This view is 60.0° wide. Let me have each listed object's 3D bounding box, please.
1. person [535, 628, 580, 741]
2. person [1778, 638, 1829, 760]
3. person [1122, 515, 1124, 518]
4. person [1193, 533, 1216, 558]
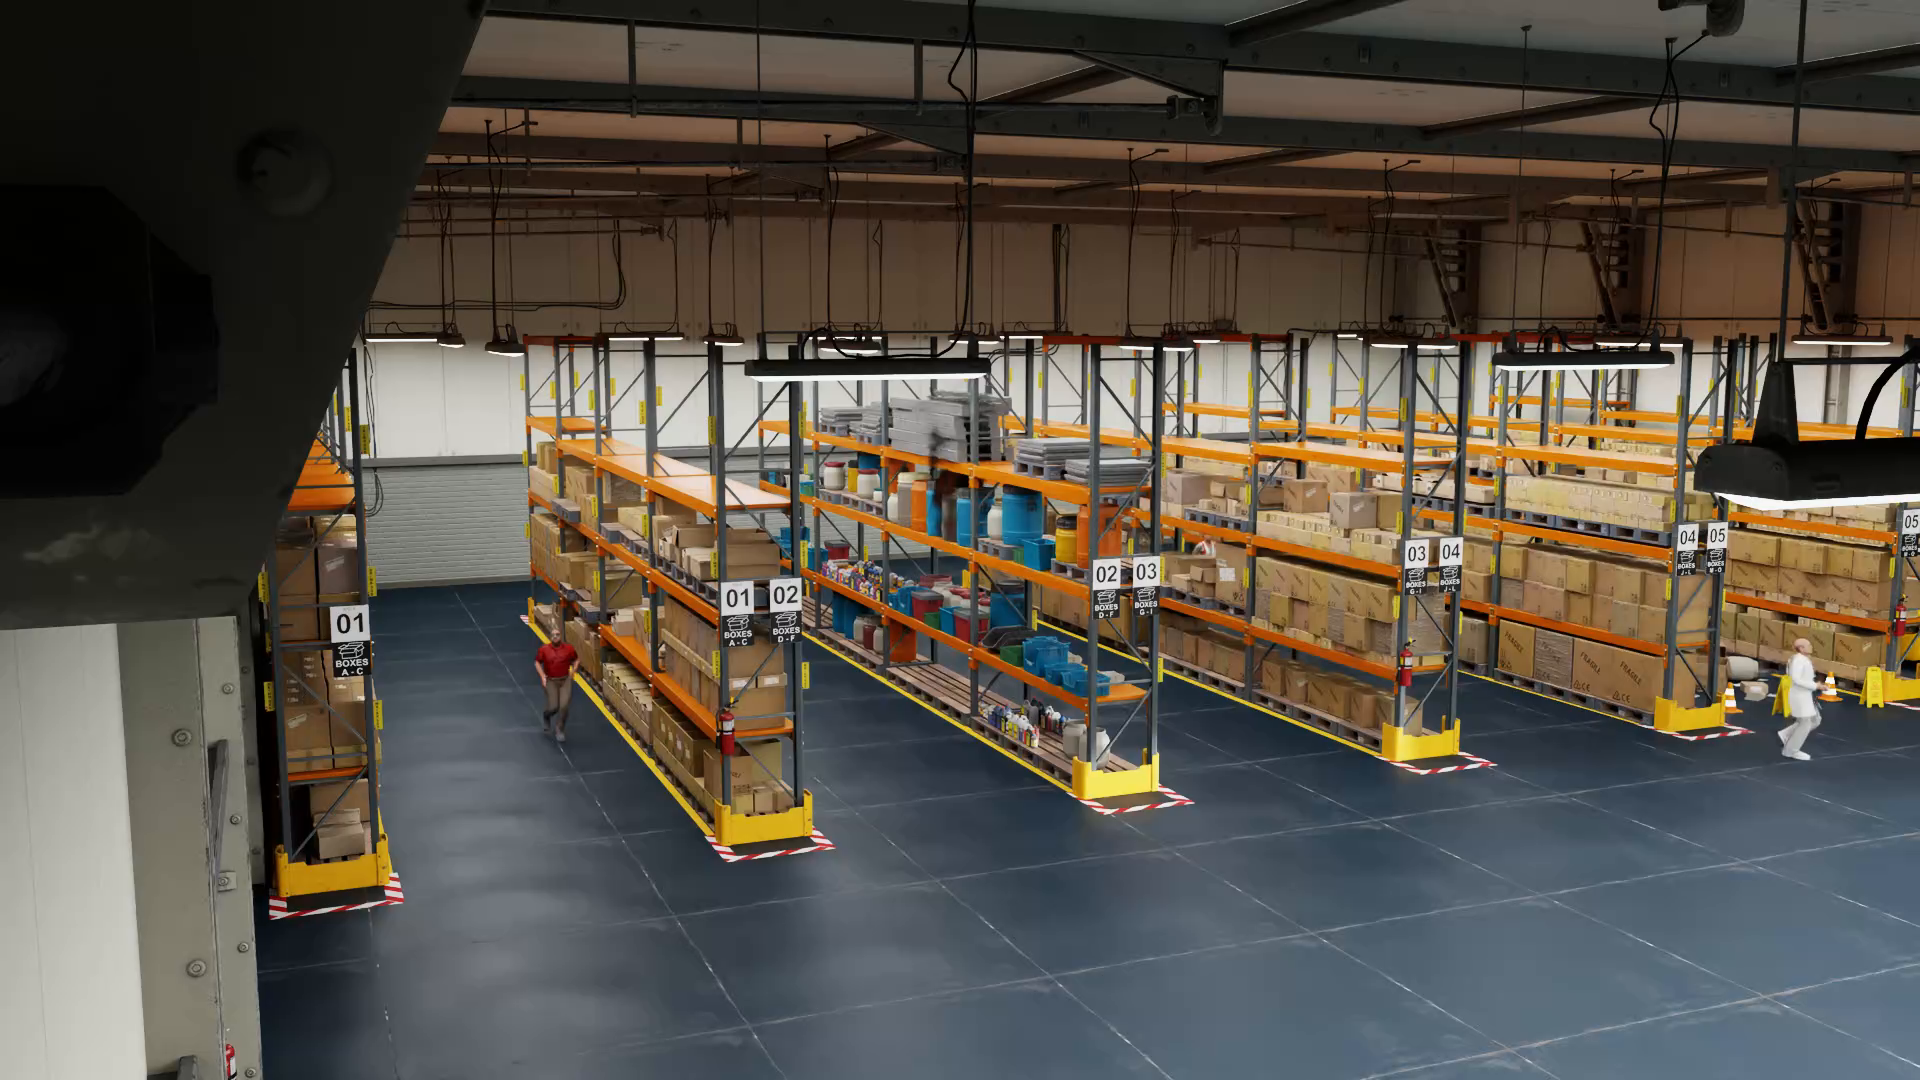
[{"bbox_3d":[-6.073,2.167,25.155,0.653,1.700,0.647,-3,8,-20],"label":"person"},{"bbox_3d":[12.184,2.291,24.001,0.636,1.750,0.738,5,9,31],"label":"person"},{"bbox_3d":[3.738,0.071,41.085,0.641,1.677,0.721,-4,9,-29],"label":"person"},{"bbox_3d":[5.415,0.627,36.458,0.651,1.758,0.624,-3,8,-21],"label":"person"}]
